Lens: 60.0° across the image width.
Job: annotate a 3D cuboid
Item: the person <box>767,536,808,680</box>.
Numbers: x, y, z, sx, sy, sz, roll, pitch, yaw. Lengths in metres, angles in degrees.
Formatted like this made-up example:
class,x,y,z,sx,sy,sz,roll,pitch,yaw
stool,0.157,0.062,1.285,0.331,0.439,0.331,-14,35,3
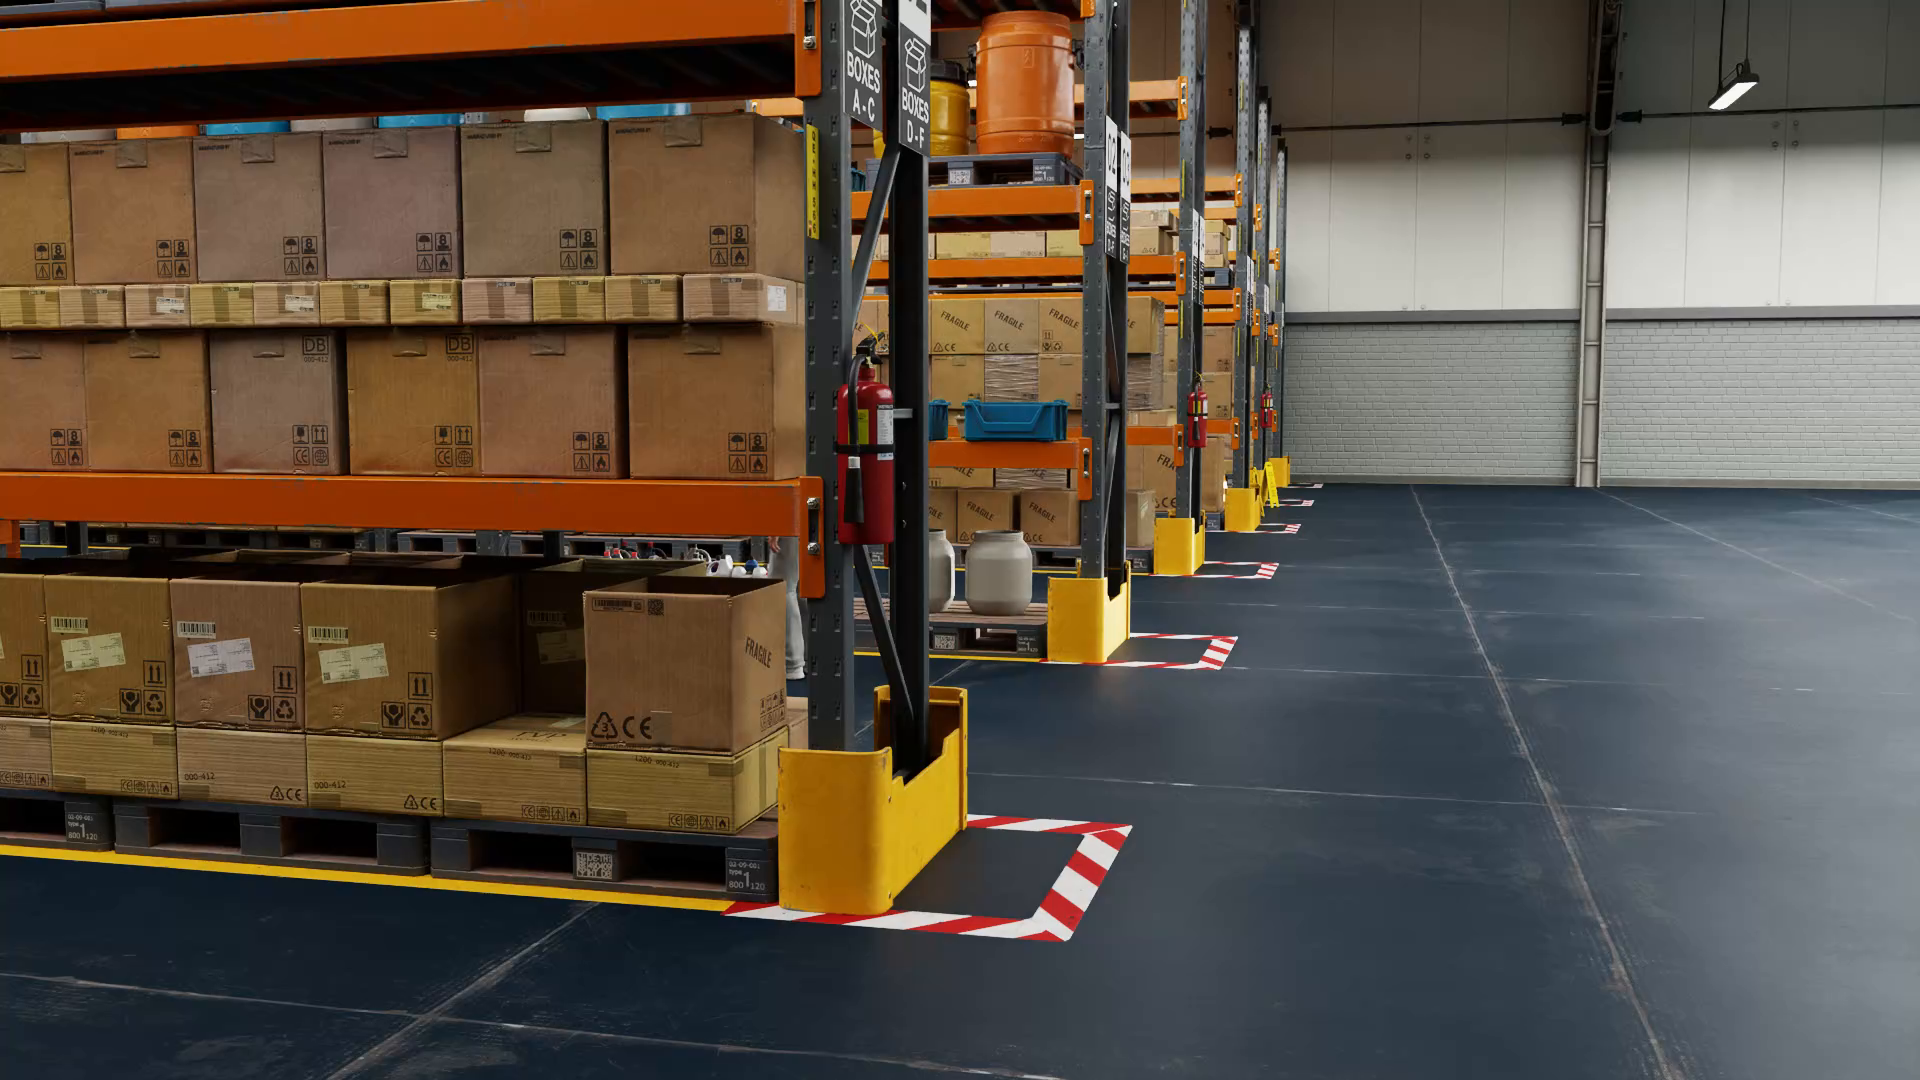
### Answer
class,x,y,z,sx,sy,sz,roll,pitch,yaw
person,-0.952,-0.065,9.262,0.406,1.673,0.486,1,5,14
